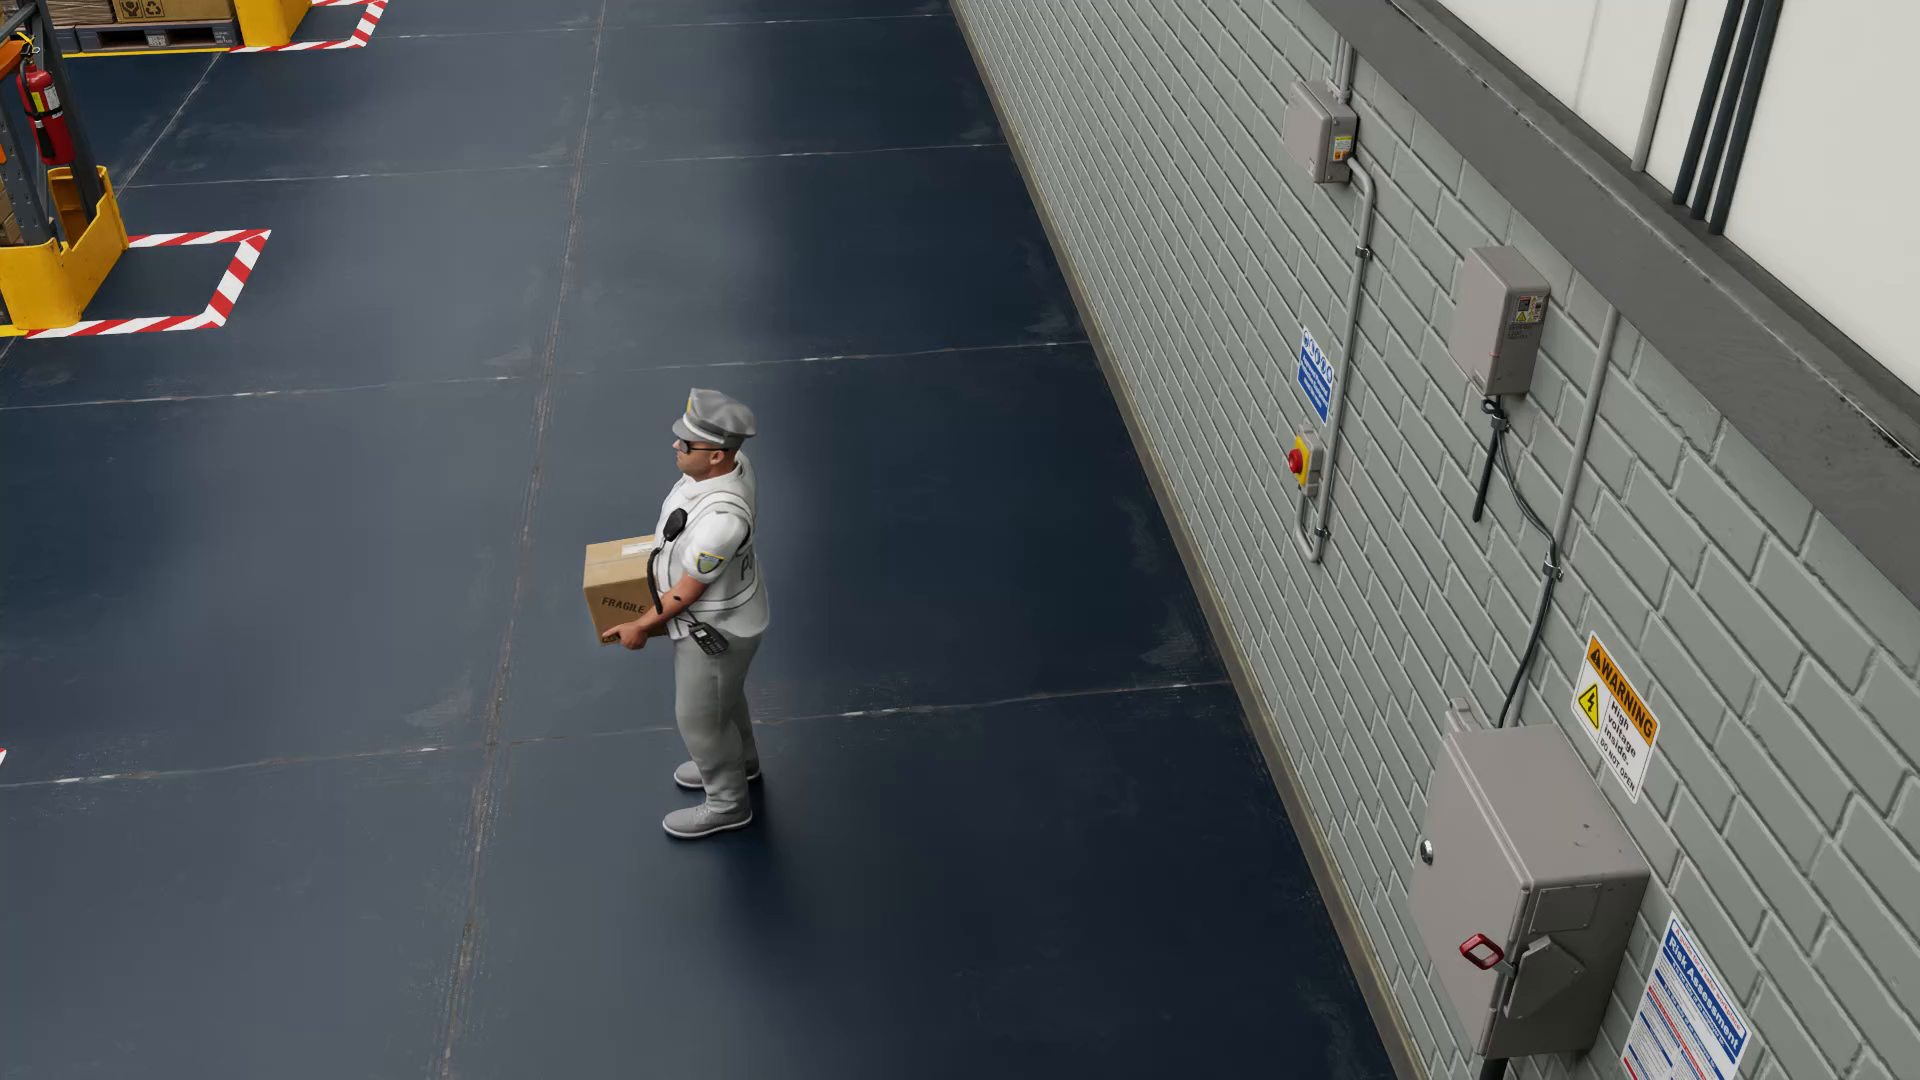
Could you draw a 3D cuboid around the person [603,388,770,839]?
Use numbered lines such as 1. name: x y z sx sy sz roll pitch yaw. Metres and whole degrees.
1. person: -0.931 0.271 5.726 0.571 1.768 0.494 -4 35 -6
